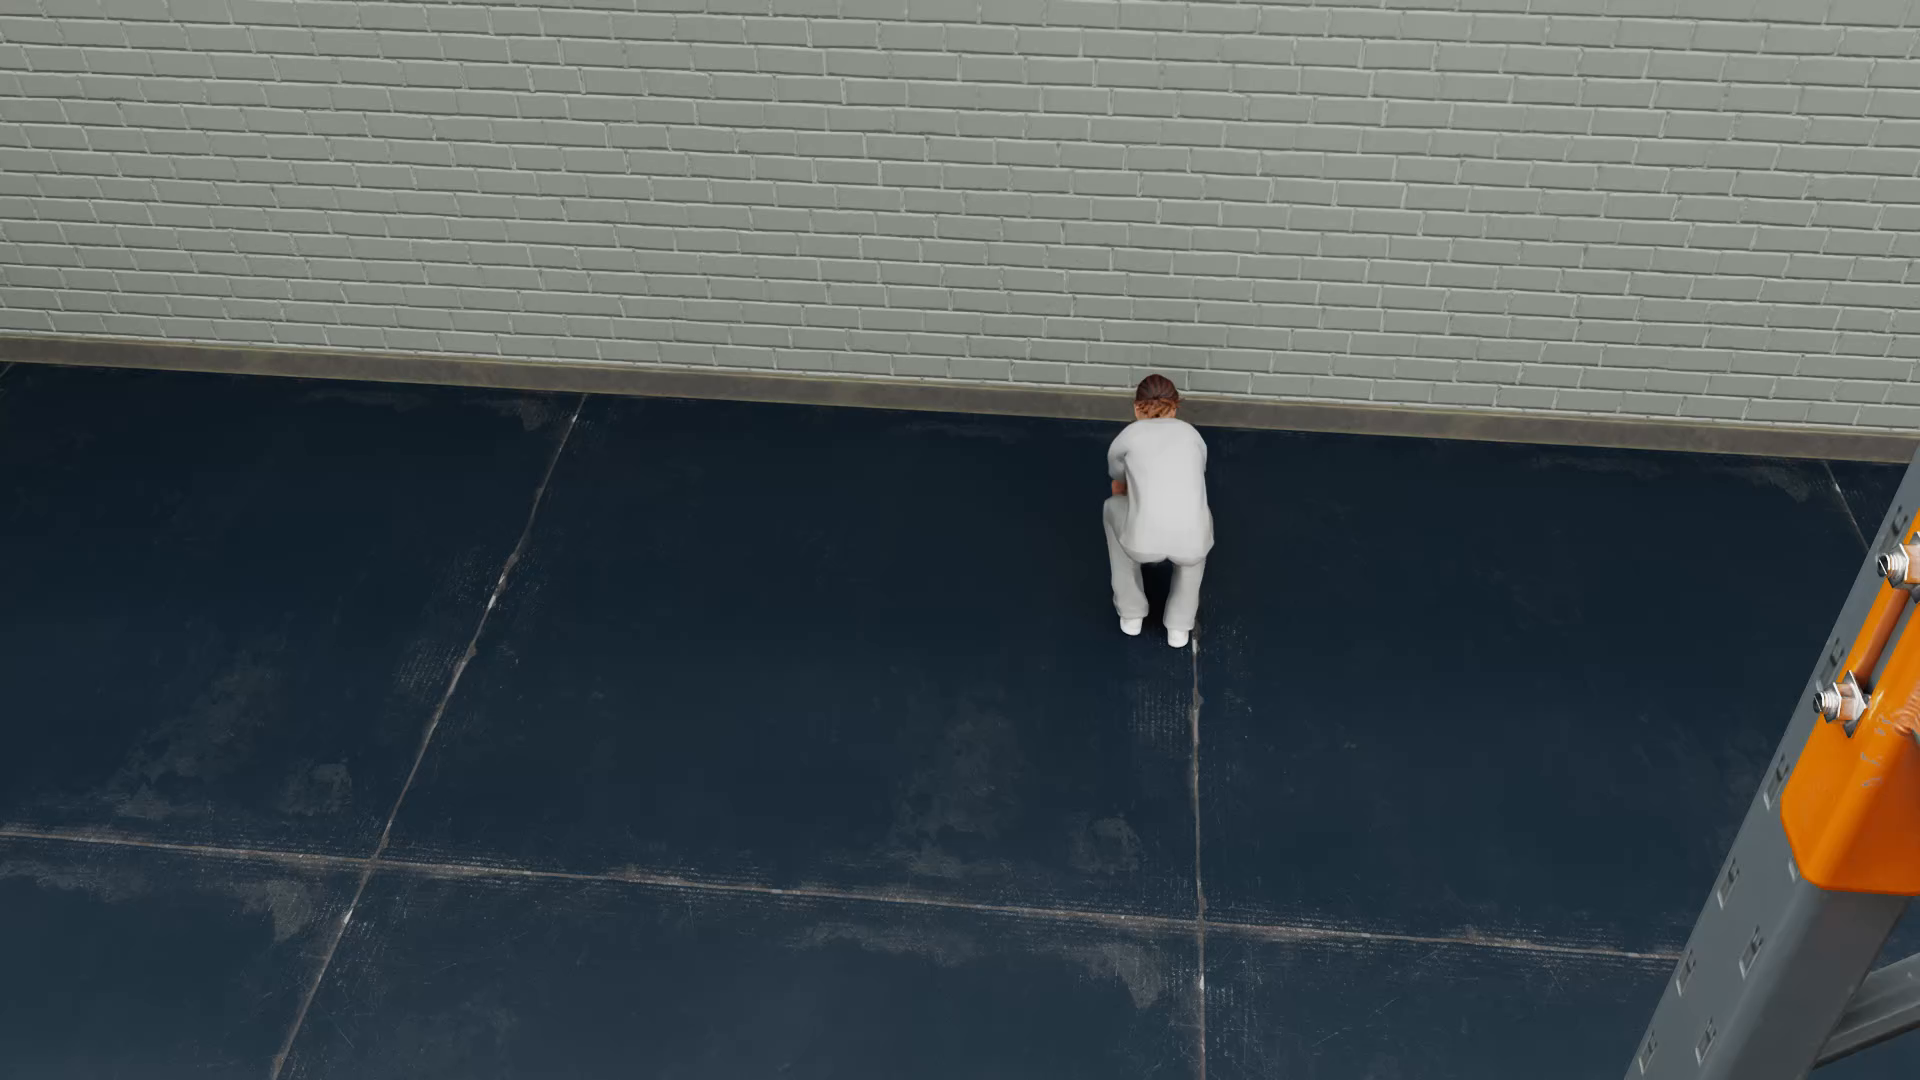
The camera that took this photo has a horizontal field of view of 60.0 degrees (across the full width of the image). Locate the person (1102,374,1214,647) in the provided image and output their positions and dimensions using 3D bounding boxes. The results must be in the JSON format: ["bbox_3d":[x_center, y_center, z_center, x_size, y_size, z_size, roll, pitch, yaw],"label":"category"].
[{"bbox_3d":[0.821,-0.096,6.849,0.460,0.932,0.848,2,40,2],"label":"person"}]
